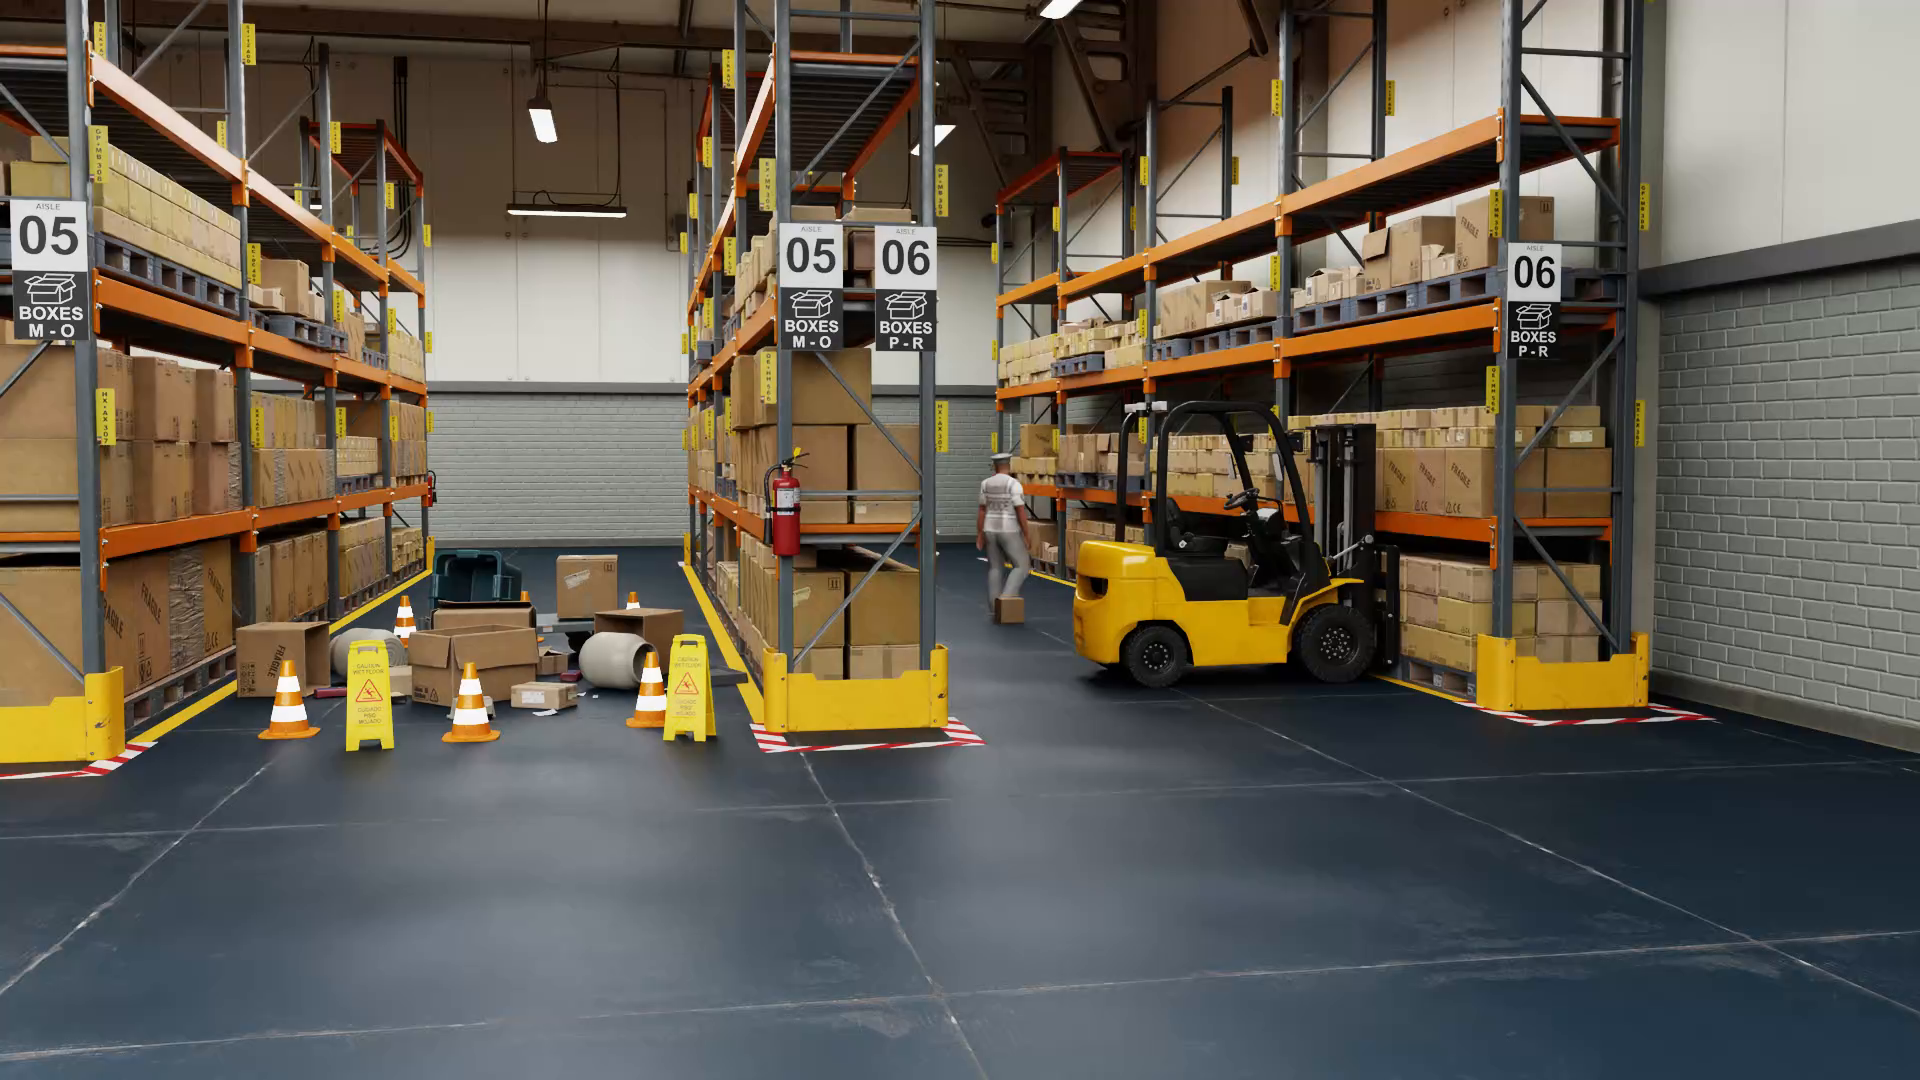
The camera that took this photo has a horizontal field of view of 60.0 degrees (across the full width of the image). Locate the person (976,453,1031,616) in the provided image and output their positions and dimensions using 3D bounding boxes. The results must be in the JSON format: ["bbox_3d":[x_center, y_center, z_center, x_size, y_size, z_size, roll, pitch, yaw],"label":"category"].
[{"bbox_3d":[0.492,-0.051,17.697,0.706,1.739,0.503,2,4,39],"label":"person"}]
